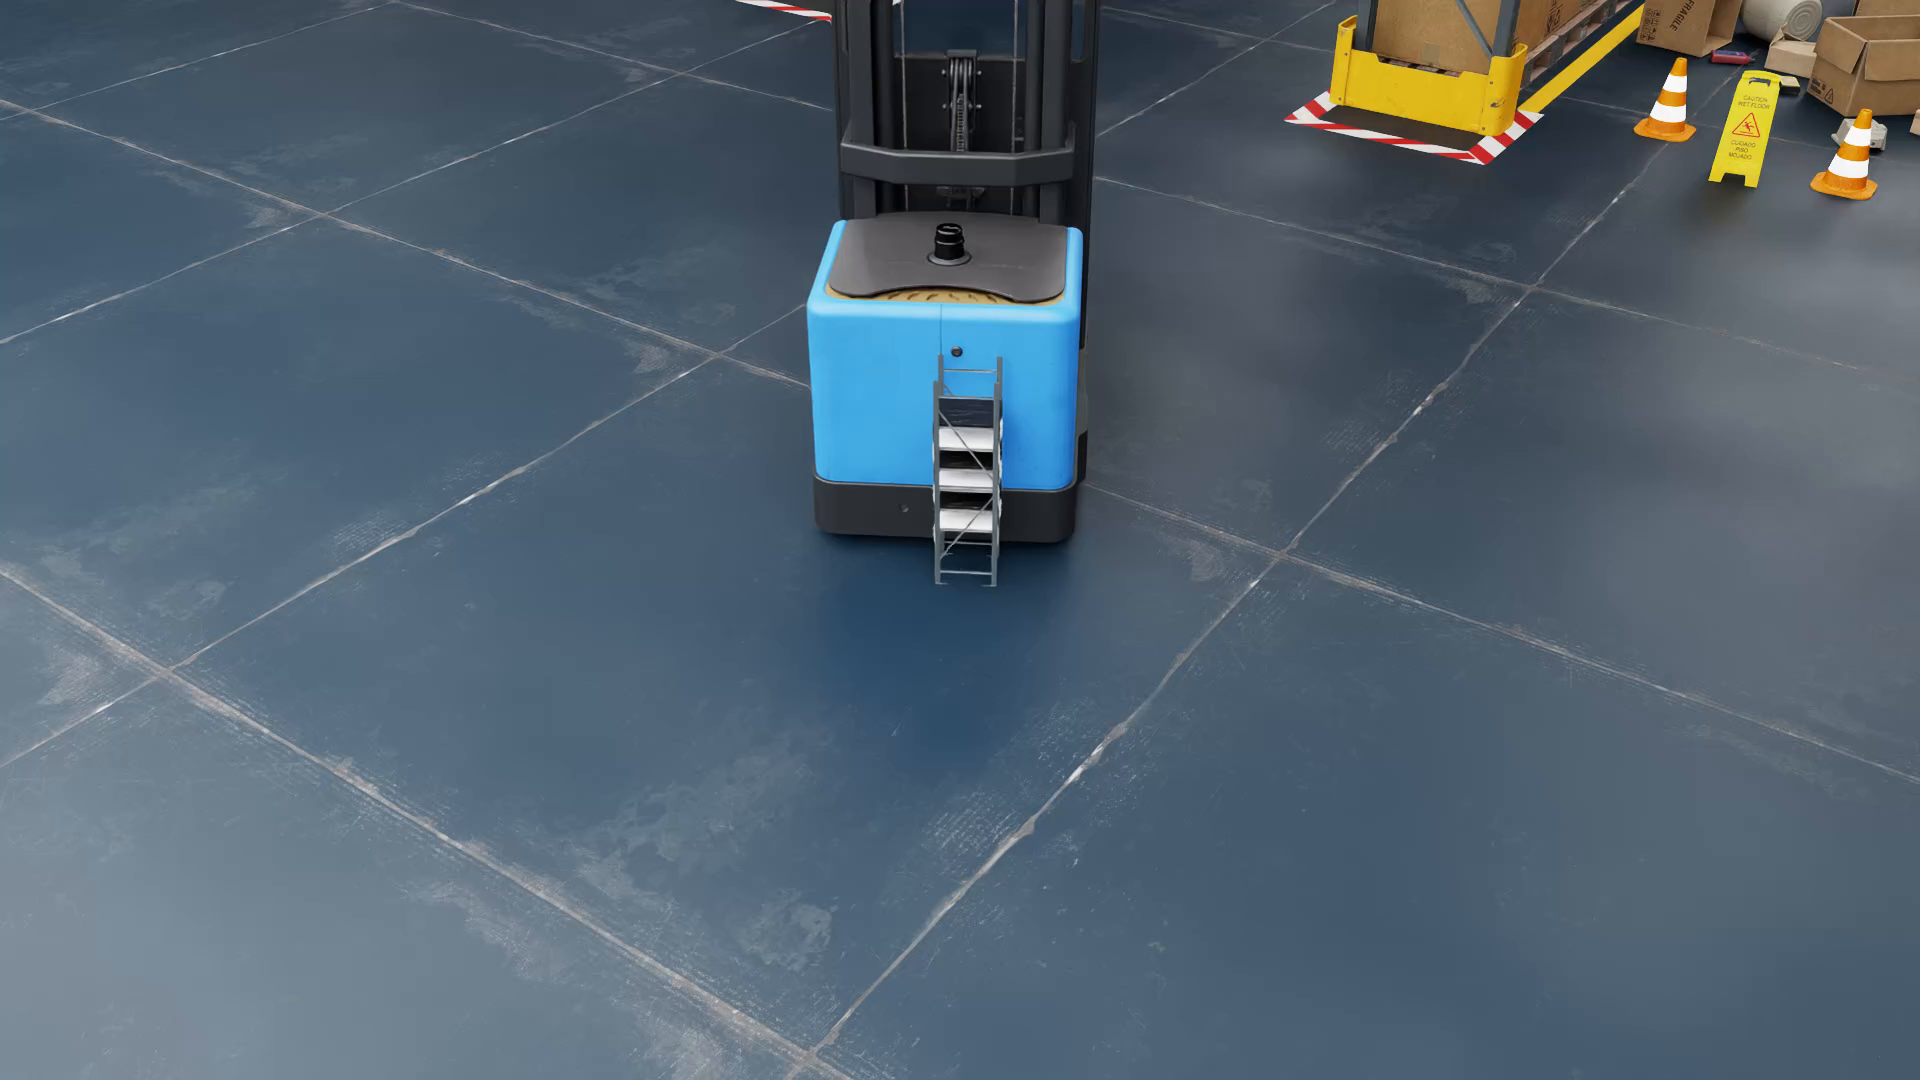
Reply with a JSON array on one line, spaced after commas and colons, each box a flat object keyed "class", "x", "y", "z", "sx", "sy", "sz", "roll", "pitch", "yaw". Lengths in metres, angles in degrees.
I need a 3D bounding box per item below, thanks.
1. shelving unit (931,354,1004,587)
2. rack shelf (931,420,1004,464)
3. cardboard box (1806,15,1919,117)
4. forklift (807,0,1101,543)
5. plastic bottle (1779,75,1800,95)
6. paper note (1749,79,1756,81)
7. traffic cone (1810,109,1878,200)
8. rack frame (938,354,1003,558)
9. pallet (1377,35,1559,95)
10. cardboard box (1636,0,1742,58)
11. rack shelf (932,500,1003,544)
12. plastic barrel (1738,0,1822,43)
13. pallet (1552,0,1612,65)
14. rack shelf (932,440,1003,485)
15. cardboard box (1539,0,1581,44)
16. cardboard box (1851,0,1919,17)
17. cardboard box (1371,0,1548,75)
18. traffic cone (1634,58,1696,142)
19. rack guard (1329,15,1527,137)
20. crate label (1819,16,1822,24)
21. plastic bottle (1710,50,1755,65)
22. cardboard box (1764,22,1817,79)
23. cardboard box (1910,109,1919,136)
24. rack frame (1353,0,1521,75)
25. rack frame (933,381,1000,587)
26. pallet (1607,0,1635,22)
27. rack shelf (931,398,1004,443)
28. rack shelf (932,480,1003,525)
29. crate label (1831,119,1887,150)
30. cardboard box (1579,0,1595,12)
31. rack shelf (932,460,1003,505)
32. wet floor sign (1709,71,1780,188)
[{"class": "shelving unit", "x": 0.030, "y": -0.252, "z": 6.319, "sx": 0.258, "sy": 0.900, "sz": 0.210, "roll": 2, "pitch": 34, "yaw": 4}, {"class": "rack shelf", "x": 0.030, "y": -0.374, "z": 6.237, "sx": 0.258, "sy": 0.077, "sz": 0.200, "roll": 2, "pitch": 34, "yaw": 4}, {"class": "cardboard box", "x": 6.070, "y": -3.108, "z": 10.896, "sx": 0.797, "sy": 0.503, "sz": 0.637, "roll": -3, "pitch": 34, "yaw": -4}, {"class": "forklift", "x": 0.042, "y": -2.006, "z": 7.100, "sx": 1.130, "sy": 2.935, "sz": 3.031, "roll": 2, "pitch": 34, "yaw": 4}, {"class": "plastic bottle", "x": 5.599, "y": -3.091, "z": 11.267, "sx": 0.133, "sy": 0.061, "sz": 0.283, "roll": 8, "pitch": 35, "yaw": 12}, {"class": "paper note", "x": 5.405, "y": -3.151, "z": 11.400, "sx": 0.123, "sy": 0.001, "sz": 0.032, "roll": -15, "pitch": 37, "yaw": -21}, {"class": "traffic cone", "x": 5.228, "y": -2.282, "z": 9.711, "sx": 0.336, "sy": 0.463, "sz": 0.334, "roll": 21, "pitch": 39, "yaw": 28}, {"class": "rack frame", "x": 0.038, "y": -0.309, "z": 6.403, "sx": 0.240, "sy": 0.900, "sz": 0.006, "roll": 2, "pitch": 34, "yaw": 4}, {"class": "pallet", "x": 3.416, "y": -3.297, "z": 11.437, "sx": 1.003, "sy": 0.211, "sz": 1.213, "roll": 21, "pitch": 39, "yaw": 28}, {"class": "cardboard box", "x": 5.263, "y": -3.823, "z": 11.955, "sx": 0.500, "sy": 0.500, "sz": 0.500, "roll": 29, "pitch": 44, "yaw": 36}, {"class": "rack shelf", "x": 0.030, "y": -0.075, "z": 6.439, "sx": 0.258, "sy": 0.077, "sz": 0.200, "roll": 2, "pitch": 34, "yaw": 4}, {"class": "plastic barrel", "x": 5.918, "y": -3.821, "z": 12.022, "sx": 0.421, "sy": 0.421, "sz": 0.512, "roll": -9, "pitch": 35, "yaw": -13}, {"class": "pallet", "x": 4.112, "y": -3.856, "z": 12.264, "sx": 1.003, "sy": 0.211, "sz": 1.213, "roll": 21, "pitch": 39, "yaw": 28}, {"class": "rack shelf", "x": 0.030, "y": -0.299, "z": 6.288, "sx": 0.258, "sy": 0.077, "sz": 0.200, "roll": 2, "pitch": 34, "yaw": 4}, {"class": "cardboard box", "x": 3.857, "y": -4.092, "z": 11.645, "sx": 0.875, "sy": 0.875, "sz": 0.875, "roll": 21, "pitch": 39, "yaw": 27}, {"class": "cardboard box", "x": 6.596, "y": -3.597, "z": 11.498, "sx": 0.797, "sy": 0.637, "sz": 0.503, "roll": 21, "pitch": 39, "yaw": 28}, {"class": "cardboard box", "x": 3.357, "y": -3.686, "z": 11.045, "sx": 0.875, "sy": 0.875, "sz": 0.875, "roll": 21, "pitch": 40, "yaw": 28}, {"class": "traffic cone", "x": 4.494, "y": -2.799, "z": 10.476, "sx": 0.336, "sy": 0.463, "sz": 0.334, "roll": 21, "pitch": 39, "yaw": 28}, {"class": "rack guard", "x": 3.011, "y": -3.013, "z": 10.759, "sx": 1.175, "sy": 0.500, "sz": 0.348, "roll": 21, "pitch": 39, "yaw": 28}, {"class": "crate label", "x": 6.240, "y": -3.895, "z": 12.387, "sx": 0.298, "sy": 0.136, "sz": 0.250, "roll": -3, "pitch": 34, "yaw": -4}, {"class": "plastic bottle", "x": 5.447, "y": -3.400, "z": 11.723, "sx": 0.283, "sy": 0.061, "sz": 0.133, "roll": 8, "pitch": 35, "yaw": 12}, {"class": "cardboard box", "x": 5.838, "y": -3.388, "z": 11.523, "sx": 0.396, "sy": 0.266, "sz": 0.258, "roll": 29, "pitch": 44, "yaw": 36}, {"class": "cardboard box", "x": 6.236, "y": -2.592, "z": 10.450, "sx": 0.250, "sy": 0.149, "sz": 0.380, "roll": -15, "pitch": 37, "yaw": -21}, {"class": "rack frame", "x": 3.024, "y": -4.059, "z": 10.075, "sx": 1.000, "sy": 3.000, "sz": 0.127, "roll": 21, "pitch": 39, "yaw": 28}, {"class": "rack frame", "x": 0.023, "y": -0.195, "z": 6.235, "sx": 0.240, "sy": 0.900, "sz": 0.006, "roll": 2, "pitch": 34, "yaw": 4}, {"class": "pallet", "x": 4.807, "y": -4.420, "z": 13.098, "sx": 1.003, "sy": 0.211, "sz": 1.213, "roll": 21, "pitch": 39, "yaw": 28}, {"class": "rack shelf", "x": 0.030, "y": -0.448, "z": 6.187, "sx": 0.258, "sy": 0.077, "sz": 0.200, "roll": 2, "pitch": 34, "yaw": 4}, {"class": "rack shelf", "x": 0.030, "y": -0.150, "z": 6.389, "sx": 0.258, "sy": 0.077, "sz": 0.200, "roll": 2, "pitch": 34, "yaw": 4}, {"class": "crate label", "x": 5.625, "y": -2.528, "z": 10.367, "sx": 0.250, "sy": 0.136, "sz": 0.298, "roll": 3, "pitch": 34, "yaw": 4}, {"class": "cardboard box", "x": 4.378, "y": -4.511, "z": 12.264, "sx": 0.875, "sy": 0.875, "sz": 0.875, "roll": 22, "pitch": 40, "yaw": 29}, {"class": "rack shelf", "x": 0.030, "y": -0.224, "z": 6.338, "sx": 0.258, "sy": 0.077, "sz": 0.200, "roll": 2, "pitch": 34, "yaw": 4}, {"class": "wet floor sign", "x": 4.634, "y": -2.438, "z": 9.779, "sx": 0.267, "sy": 0.644, "sz": 0.232, "roll": 14, "pitch": 37, "yaw": 20}]
